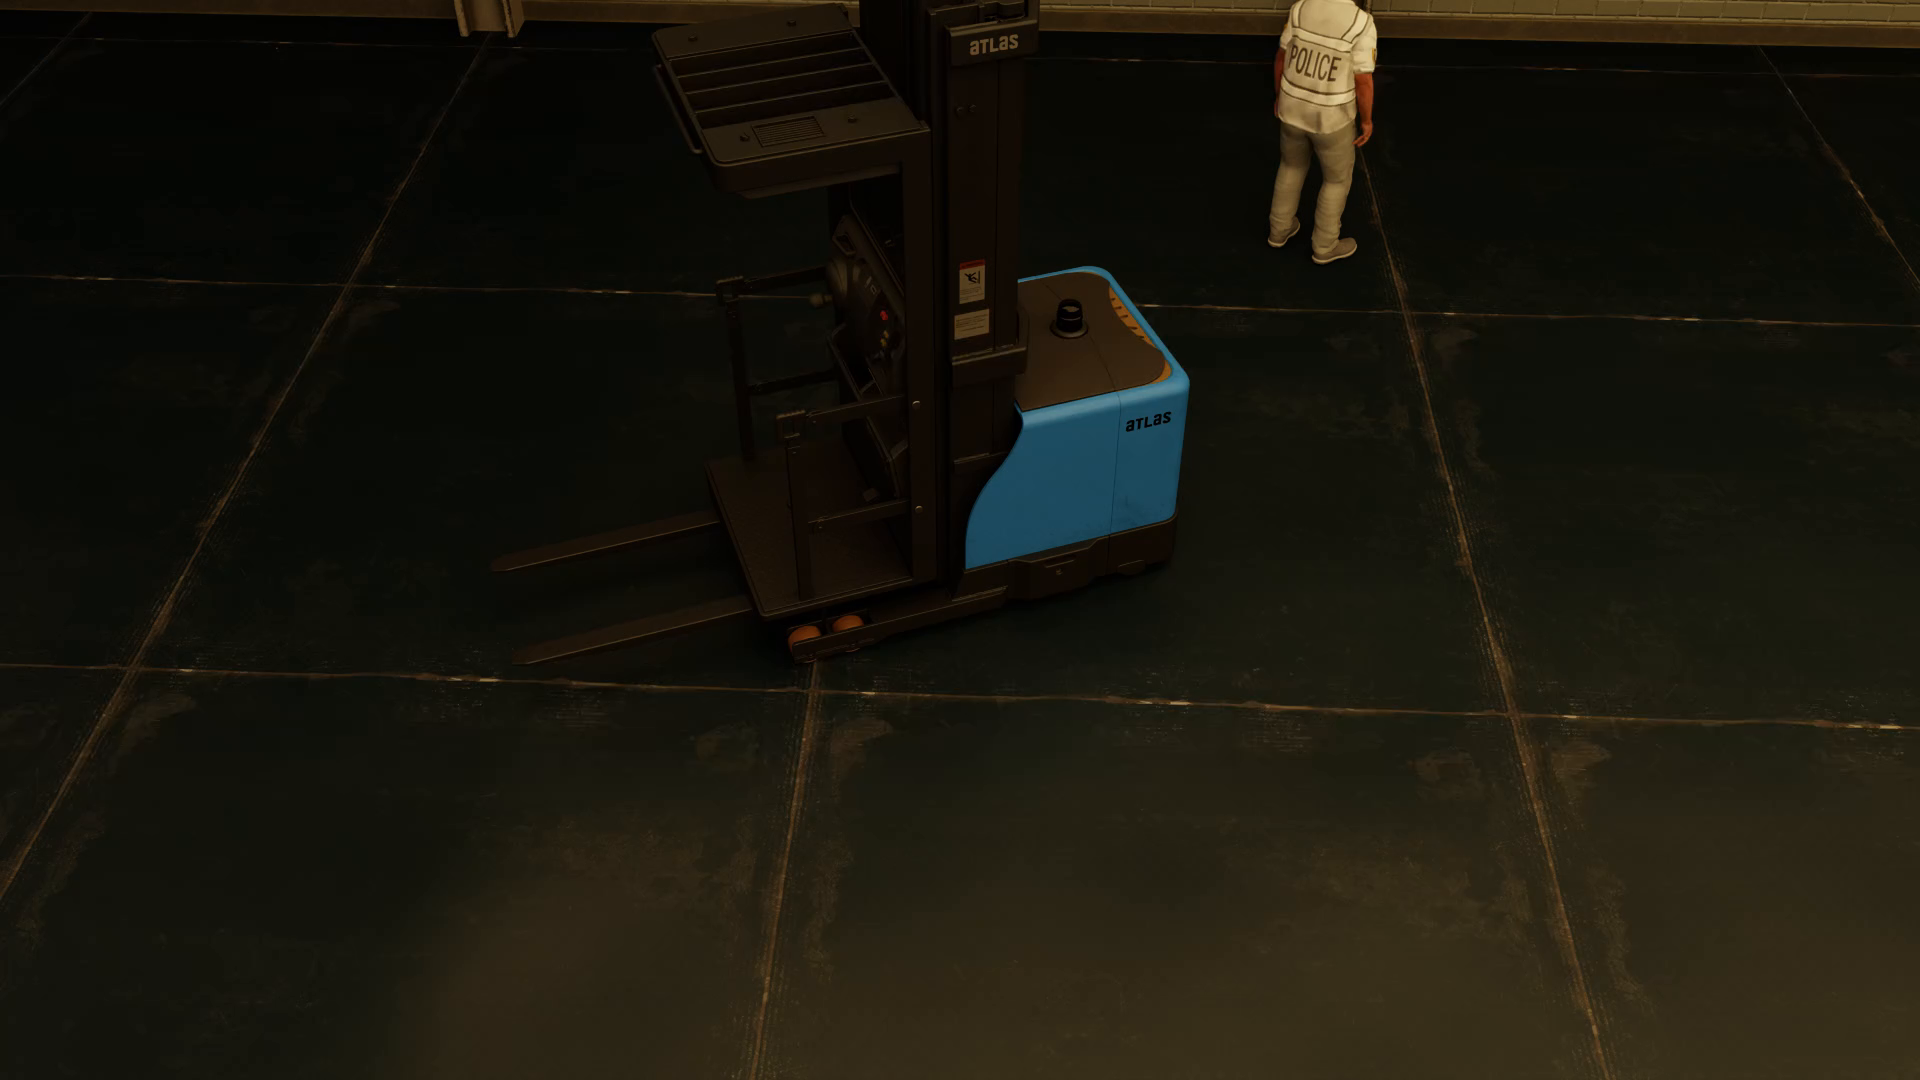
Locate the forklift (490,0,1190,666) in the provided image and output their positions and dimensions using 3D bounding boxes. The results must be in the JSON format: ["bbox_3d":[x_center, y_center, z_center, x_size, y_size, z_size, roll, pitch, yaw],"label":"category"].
[{"bbox_3d":[-0.573,-0.945,6.778,3.031,2.935,1.130,-13,44,-14],"label":"forklift"}]

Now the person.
[{"bbox_3d":[1.996,-2.376,9.221,0.595,1.748,0.433,28,49,27],"label":"person"}]
